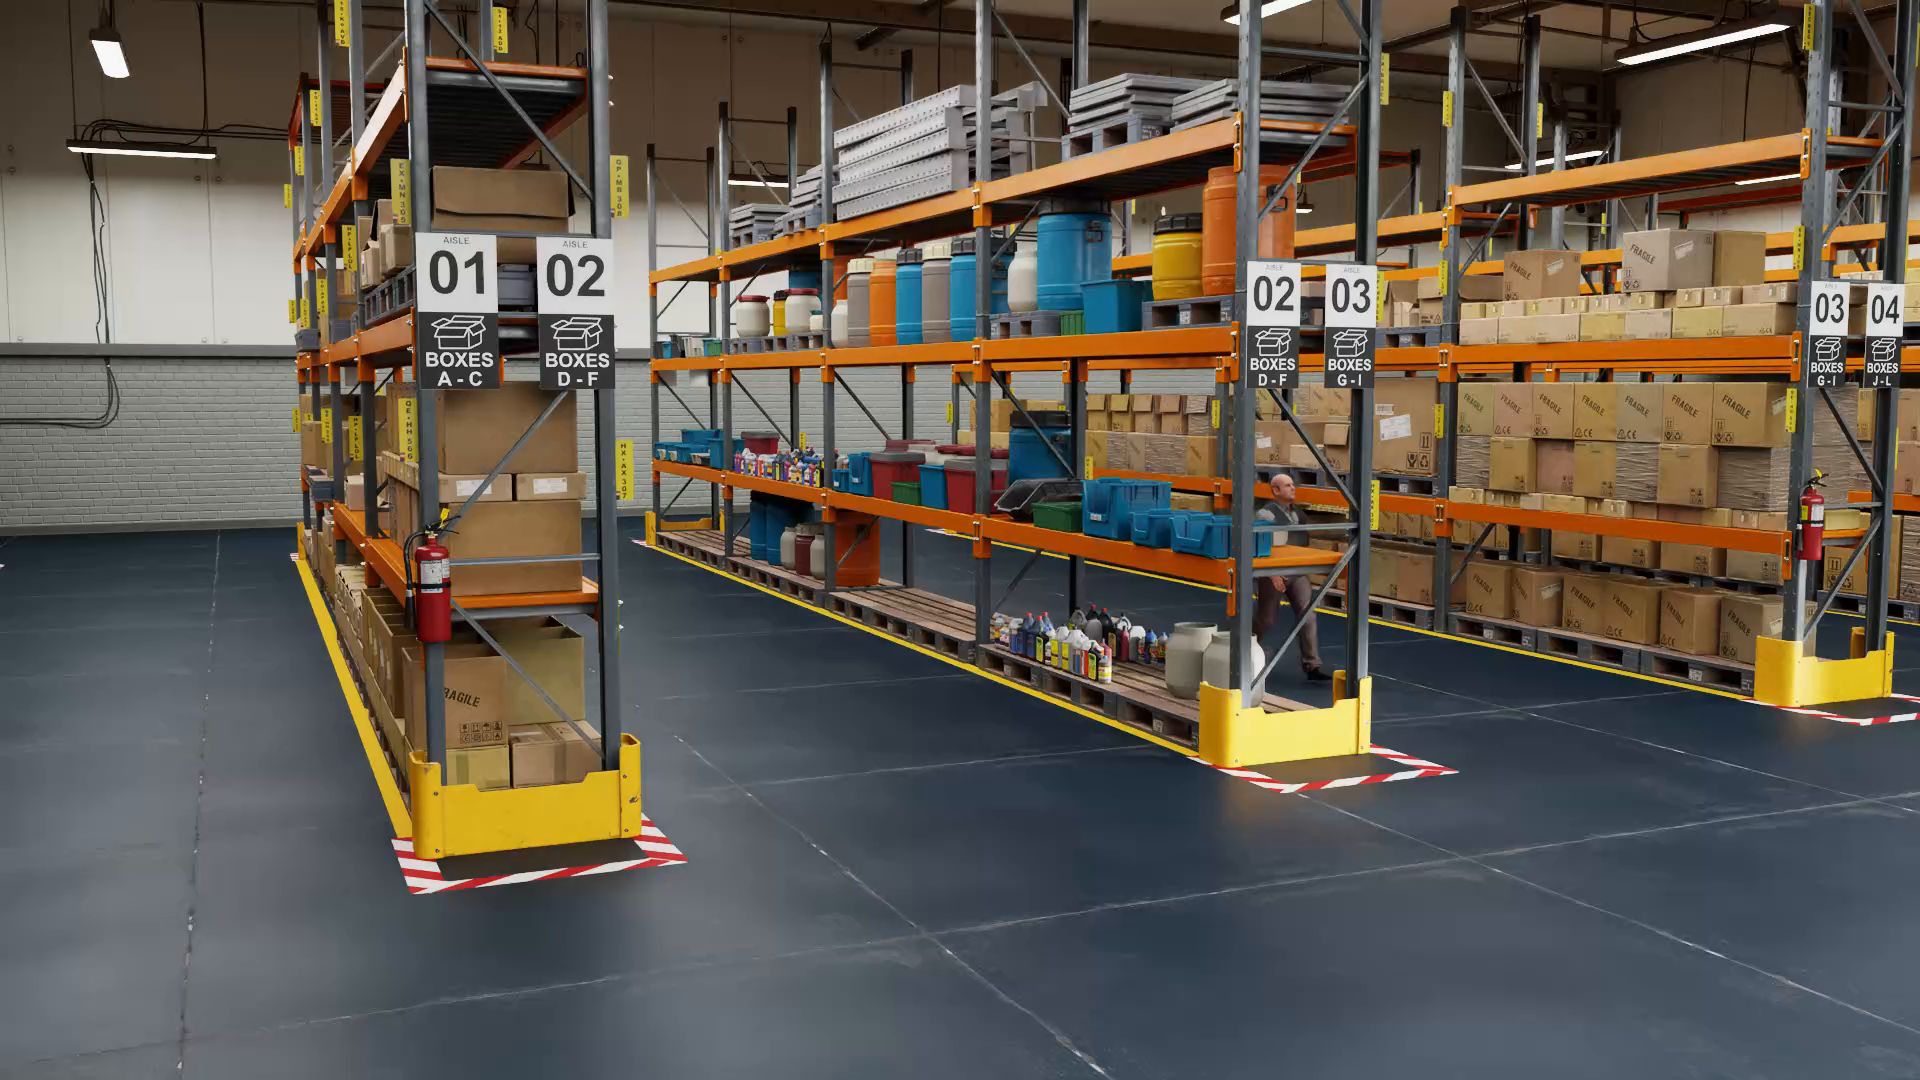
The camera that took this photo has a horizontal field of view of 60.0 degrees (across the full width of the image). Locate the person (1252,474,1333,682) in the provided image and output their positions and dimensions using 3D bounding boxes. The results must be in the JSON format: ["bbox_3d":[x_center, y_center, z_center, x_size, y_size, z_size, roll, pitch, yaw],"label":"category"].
[{"bbox_3d":[2.701,0.302,13.685,0.537,1.679,0.995,-3,6,-25],"label":"person"}]
